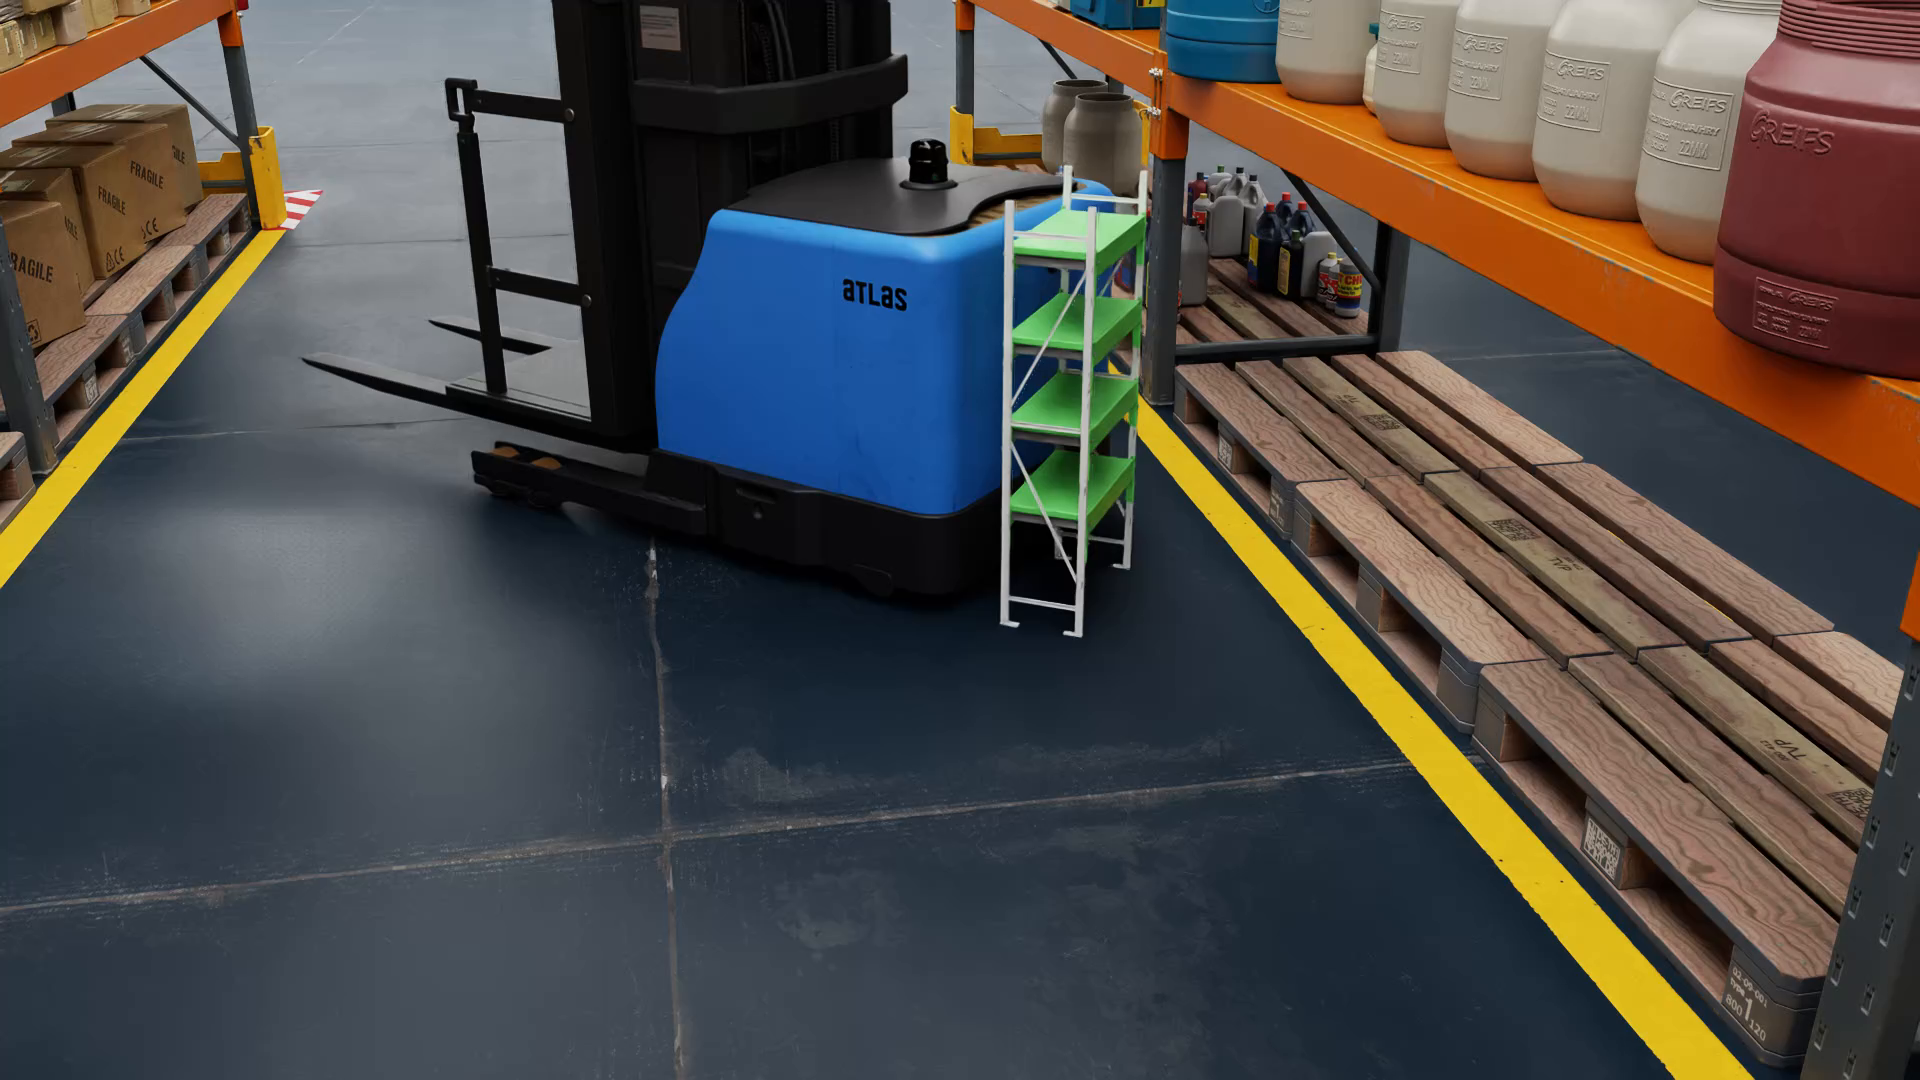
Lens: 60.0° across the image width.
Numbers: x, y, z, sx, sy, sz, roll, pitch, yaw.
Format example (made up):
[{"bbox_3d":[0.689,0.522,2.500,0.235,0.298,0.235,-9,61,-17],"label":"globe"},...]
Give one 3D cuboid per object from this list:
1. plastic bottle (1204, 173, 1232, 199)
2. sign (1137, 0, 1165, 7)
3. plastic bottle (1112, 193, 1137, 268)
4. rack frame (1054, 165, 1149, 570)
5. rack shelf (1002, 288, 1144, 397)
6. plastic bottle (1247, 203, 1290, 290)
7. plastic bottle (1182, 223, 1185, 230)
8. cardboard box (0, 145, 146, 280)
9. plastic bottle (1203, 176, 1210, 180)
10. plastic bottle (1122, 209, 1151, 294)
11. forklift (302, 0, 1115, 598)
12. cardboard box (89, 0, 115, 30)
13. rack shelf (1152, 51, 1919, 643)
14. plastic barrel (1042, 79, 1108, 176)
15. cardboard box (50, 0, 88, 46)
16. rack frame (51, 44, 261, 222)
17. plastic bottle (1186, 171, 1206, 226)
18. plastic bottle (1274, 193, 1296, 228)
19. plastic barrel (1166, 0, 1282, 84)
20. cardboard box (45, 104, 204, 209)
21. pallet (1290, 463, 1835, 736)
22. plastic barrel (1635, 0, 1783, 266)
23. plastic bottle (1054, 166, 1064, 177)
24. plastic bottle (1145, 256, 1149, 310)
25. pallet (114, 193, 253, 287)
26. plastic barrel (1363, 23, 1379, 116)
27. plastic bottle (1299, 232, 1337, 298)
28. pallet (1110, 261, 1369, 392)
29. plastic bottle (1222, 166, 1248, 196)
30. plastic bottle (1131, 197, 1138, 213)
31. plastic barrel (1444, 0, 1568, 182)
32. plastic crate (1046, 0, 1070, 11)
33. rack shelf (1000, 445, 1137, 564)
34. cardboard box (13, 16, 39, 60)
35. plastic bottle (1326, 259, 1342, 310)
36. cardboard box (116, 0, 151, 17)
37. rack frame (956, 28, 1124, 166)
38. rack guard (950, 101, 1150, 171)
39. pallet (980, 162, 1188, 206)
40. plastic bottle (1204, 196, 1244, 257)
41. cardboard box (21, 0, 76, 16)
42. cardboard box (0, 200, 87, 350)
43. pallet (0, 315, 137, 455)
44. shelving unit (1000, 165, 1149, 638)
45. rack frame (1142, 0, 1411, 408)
[{"bbox_3d":[1.268,-1.680,8.202,0.152,0.276,0.135,-4,24,-9],"label":"plastic bottle"},{"bbox_3d":[0.675,-2.035,5.816,0.100,0.325,0.005,-4,24,-10],"label":"sign"},{"bbox_3d":[0.720,-1.367,7.391,0.144,0.351,0.185,-4,24,-10],"label":"plastic bottle"},{"bbox_3d":[0.404,-0.480,4.849,0.240,1.200,0.015,9,25,19],"label":"rack frame"},{"bbox_3d":[0.317,-0.550,4.570,0.258,0.148,0.480,9,25,19],"label":"rack shelf"},{"bbox_3d":[1.334,-1.270,7.169,0.144,0.351,0.185,-4,24,-10],"label":"plastic bottle"},{"bbox_3d":[0.921,-1.226,7.163,0.152,0.276,0.135,-4,24,-10],"label":"plastic bottle"},{"bbox_3d":[-4.049,-1.471,7.469,0.500,0.500,0.500,-2,24,-5],"label":"cardboard box"},{"bbox_3d":[1.248,-1.747,8.449,0.097,0.201,0.097,0,24,0],"label":"plastic bottle"},{"bbox_3d":[0.780,-1.240,7.100,0.144,0.351,0.185,-6,24,-12],"label":"plastic bottle"},{"bbox_3d":[-1.030,-1.609,5.272,3.031,2.935,1.130,14,27,30],"label":"forklift"},{"bbox_3d":[-3.685,-2.159,6.759,0.380,0.149,0.250,-4,24,-10],"label":"cardboard box"},{"bbox_3d":[1.587,-0.828,4.297,1.077,0.370,4.000,-4,24,-10],"label":"rack shelf"},{"bbox_3d":[0.675,-2.317,9.391,0.421,0.512,0.421,0,24,0],"label":"plastic barrel"},{"bbox_3d":[-3.562,-1.964,6.313,0.380,0.149,0.250,-4,24,-10],"label":"cardboard box"},{"bbox_3d":[-4.390,-3.151,8.717,1.000,3.000,0.127,-4,24,-10],"label":"rack frame"},{"bbox_3d":[1.163,-1.675,8.182,0.061,0.283,0.133,-4,24,-10],"label":"plastic bottle"},{"bbox_3d":[1.441,-1.355,7.364,0.144,0.351,0.185,-5,24,-12],"label":"plastic bottle"},{"bbox_3d":[0.991,-2.000,5.455,0.600,0.901,0.708,-4,24,-10],"label":"plastic barrel"},{"bbox_3d":[-4.291,-1.951,8.568,0.500,0.500,0.500,0,24,0],"label":"cardboard box"},{"bbox_3d":[1.630,0.120,4.711,1.003,0.211,1.213,-4,24,-10],"label":"pallet"},{"bbox_3d":[1.557,-0.811,3.220,0.421,0.512,0.421,0,24,0],"label":"plastic barrel"},{"bbox_3d":[0.507,-1.733,8.329,0.097,0.271,0.097,0,24,0],"label":"plastic bottle"},{"bbox_3d":[0.804,-1.066,6.787,0.061,0.283,0.133,-3,24,-7],"label":"plastic bottle"},{"bbox_3d":[-4.260,-1.521,8.469,1.003,0.211,1.213,-4,24,-10],"label":"pallet"},{"bbox_3d":[1.311,-1.349,4.764,0.301,0.262,0.301,0,24,0],"label":"plastic barrel"},{"bbox_3d":[1.503,-1.181,7.059,0.152,0.276,0.135,-3,24,-8],"label":"plastic bottle"},{"bbox_3d":[1.134,-0.934,7.124,1.003,0.211,1.213,-4,24,-10],"label":"pallet"},{"bbox_3d":[1.328,-1.595,7.914,0.144,0.351,0.185,-3,24,-8],"label":"plastic bottle"},{"bbox_3d":[0.798,-1.408,7.570,0.061,0.283,0.133,-4,24,-10],"label":"plastic bottle"},{"bbox_3d":[1.395,-1.155,3.978,0.433,0.535,0.433,0,24,0],"label":"plastic barrel"},{"bbox_3d":[0.668,-2.444,7.427,0.530,0.136,0.437,-4,24,-10],"label":"plastic crate"},{"bbox_3d":[0.317,-0.110,4.762,0.258,0.148,0.480,9,25,19],"label":"rack shelf"},{"bbox_3d":[-3.501,-1.765,5.858,0.380,0.149,0.250,-4,24,-10],"label":"cardboard box"},{"bbox_3d":[1.571,-1.061,6.879,0.097,0.201,0.097,0,24,0],"label":"plastic bottle"},{"bbox_3d":[-3.754,-2.357,7.213,0.380,0.149,0.250,-4,24,-10],"label":"cardboard box"},{"bbox_3d":[0.478,-3.518,9.557,1.000,3.000,0.127,-4,24,-10],"label":"rack frame"},{"bbox_3d":[0.538,-2.346,9.997,1.175,0.500,0.348,-4,24,-10],"label":"rack guard"},{"bbox_3d":[0.683,-1.894,9.322,1.003,0.211,1.213,-4,24,-10],"label":"pallet"},{"bbox_3d":[1.222,-1.467,7.714,0.152,0.276,0.135,-4,24,-10],"label":"plastic bottle"},{"bbox_3d":[-3.730,-2.141,5.907,0.875,0.500,0.500,-4,24,-10],"label":"cardboard box"},{"bbox_3d":[-3.798,-1.010,6.413,0.500,0.500,0.500,3,24,7],"label":"cardboard box"},{"bbox_3d":[-3.809,-0.562,6.272,1.003,0.211,1.213,-4,24,-10],"label":"pallet"},{"bbox_3d":[0.317,-0.389,4.641,0.258,1.200,0.503,9,25,19],"label":"shelving unit"},{"bbox_3d":[1.217,-1.944,5.954,1.000,3.000,0.127,-4,24,-10],"label":"rack frame"}]
